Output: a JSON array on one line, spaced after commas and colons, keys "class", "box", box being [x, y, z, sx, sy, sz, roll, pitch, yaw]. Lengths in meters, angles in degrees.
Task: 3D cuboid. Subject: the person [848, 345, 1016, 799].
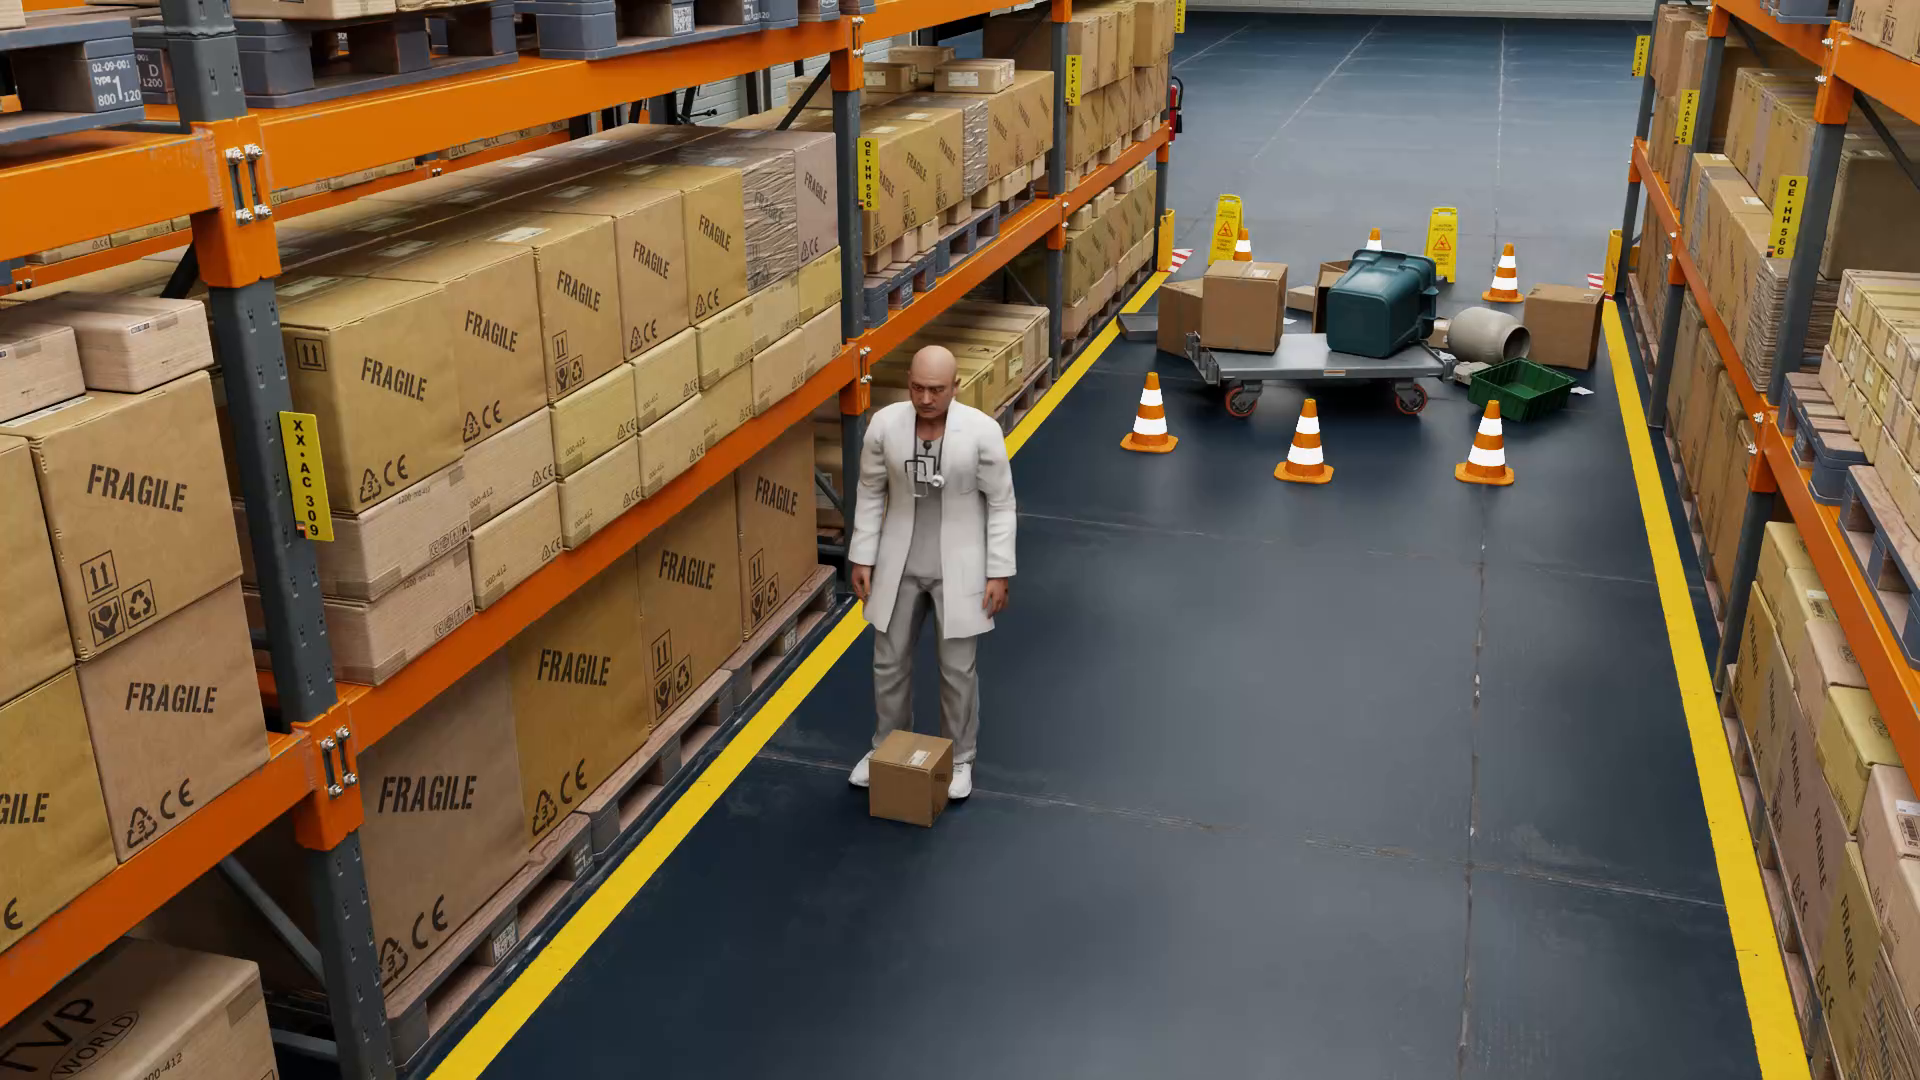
[{"class": "person", "box": [-0.105, 0.115, 6.316, 0.655, 1.775, 0.419, 5, 22, 13]}]
